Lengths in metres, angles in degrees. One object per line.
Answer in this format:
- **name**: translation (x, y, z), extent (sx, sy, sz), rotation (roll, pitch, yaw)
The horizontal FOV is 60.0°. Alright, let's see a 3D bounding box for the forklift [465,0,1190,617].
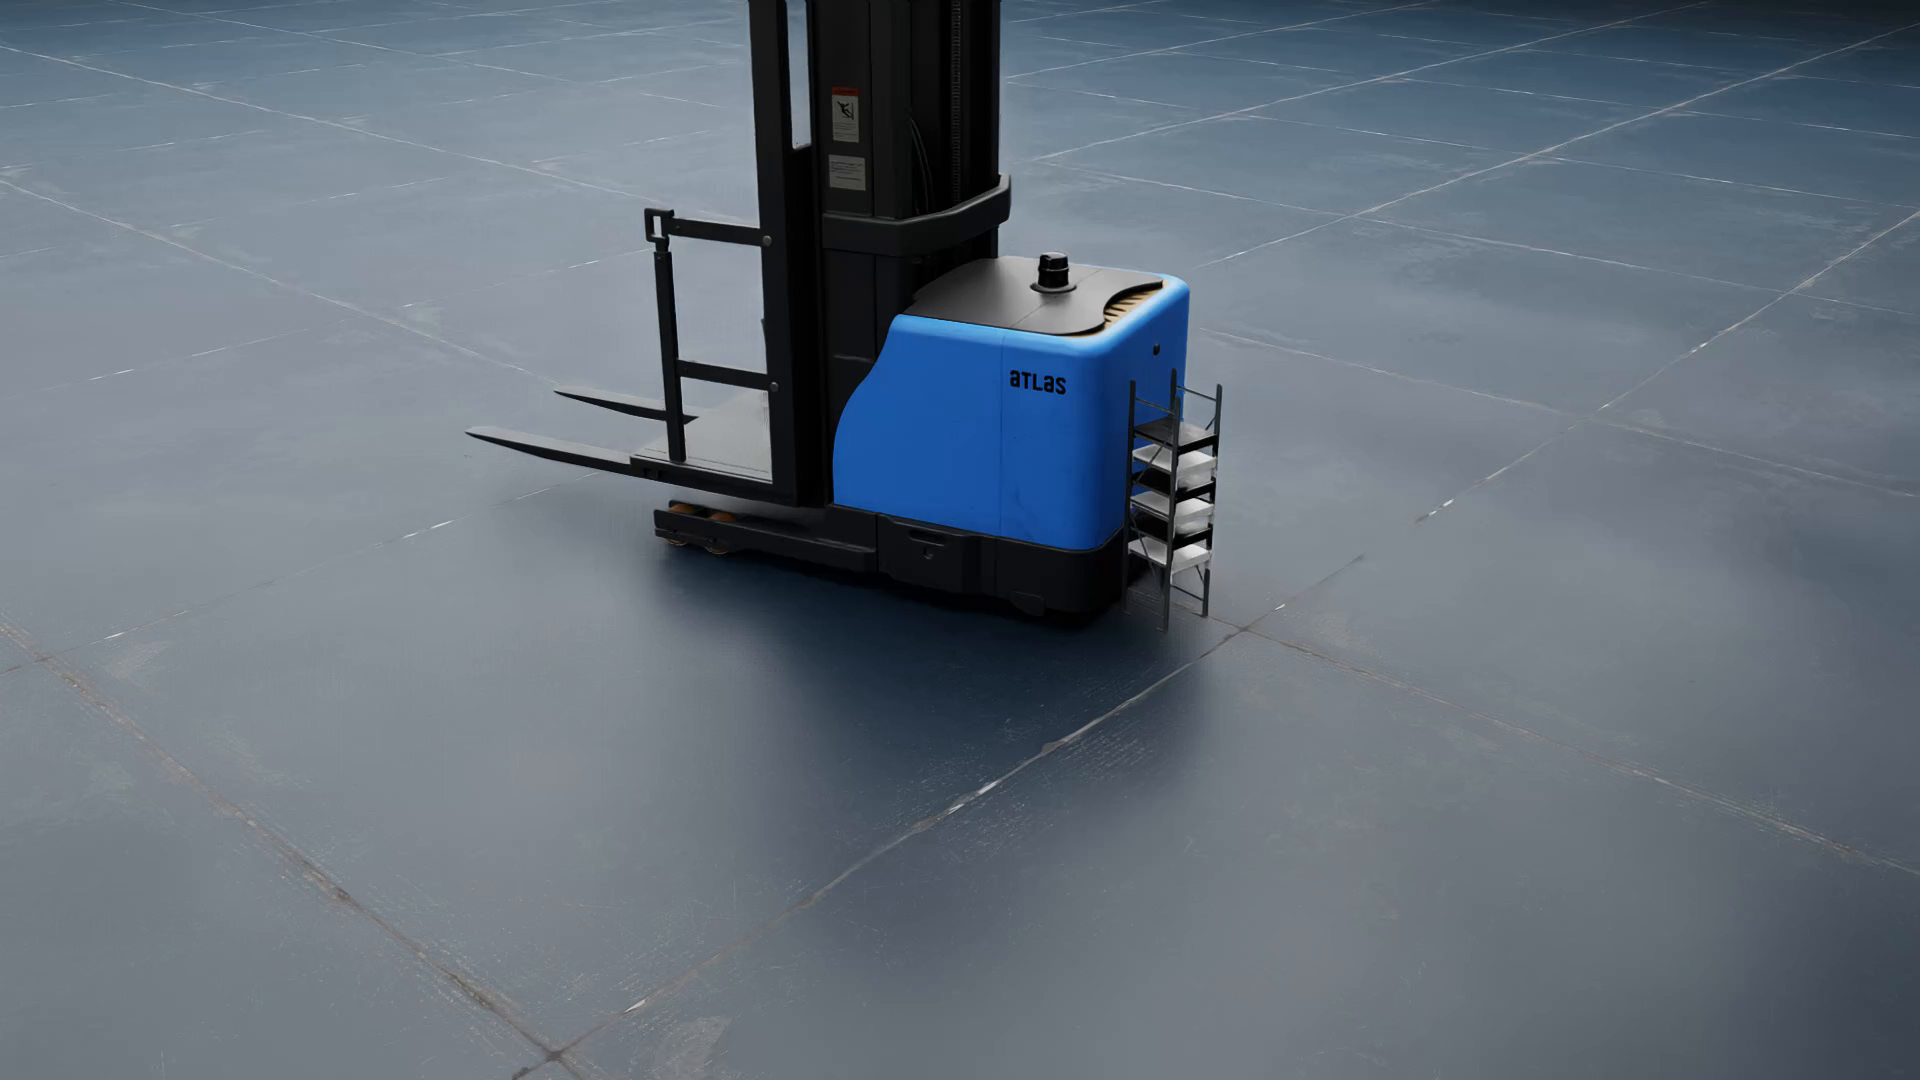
- **forklift**: translation (-0.661, -1.459, 6.422), extent (3.031, 2.935, 1.130), rotation (11, 27, 24)

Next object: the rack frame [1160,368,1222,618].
- **rack frame**: translation (0.831, -0.163, 6.011), extent (0.006, 0.900, 0.240), rotation (-18, 30, -35)

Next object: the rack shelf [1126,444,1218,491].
- **rack shelf**: translation (0.751, -0.270, 5.893), extent (0.200, 0.077, 0.258), rotation (-18, 30, -35)

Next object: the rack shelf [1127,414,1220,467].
- **rack shelf**: translation (0.751, -0.352, 5.856), extent (0.200, 0.077, 0.258), rotation (-18, 30, -35)

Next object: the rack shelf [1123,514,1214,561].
- **rack shelf**: translation (0.751, -0.024, 6.004), extent (0.200, 0.077, 0.258), rotation (-18, 30, -35)

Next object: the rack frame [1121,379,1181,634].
- **rack frame**: translation (0.671, -0.110, 5.896), extent (0.006, 0.900, 0.240), rotation (-18, 30, -35)

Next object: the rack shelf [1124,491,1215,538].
- **rack shelf**: translation (0.751, -0.106, 5.967), extent (0.200, 0.077, 0.258), rotation (-18, 30, -35)

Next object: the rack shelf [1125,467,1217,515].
- **rack shelf**: translation (0.751, -0.188, 5.930), extent (0.200, 0.077, 0.258), rotation (-18, 30, -35)

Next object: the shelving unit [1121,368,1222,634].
- **shelving unit**: translation (0.751, -0.137, 5.954), extent (0.210, 0.900, 0.258), rotation (-18, 30, -35)

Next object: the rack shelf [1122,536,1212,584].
- **rack shelf**: translation (0.751, 0.058, 6.041), extent (0.200, 0.077, 0.258), rotation (-18, 30, -35)
